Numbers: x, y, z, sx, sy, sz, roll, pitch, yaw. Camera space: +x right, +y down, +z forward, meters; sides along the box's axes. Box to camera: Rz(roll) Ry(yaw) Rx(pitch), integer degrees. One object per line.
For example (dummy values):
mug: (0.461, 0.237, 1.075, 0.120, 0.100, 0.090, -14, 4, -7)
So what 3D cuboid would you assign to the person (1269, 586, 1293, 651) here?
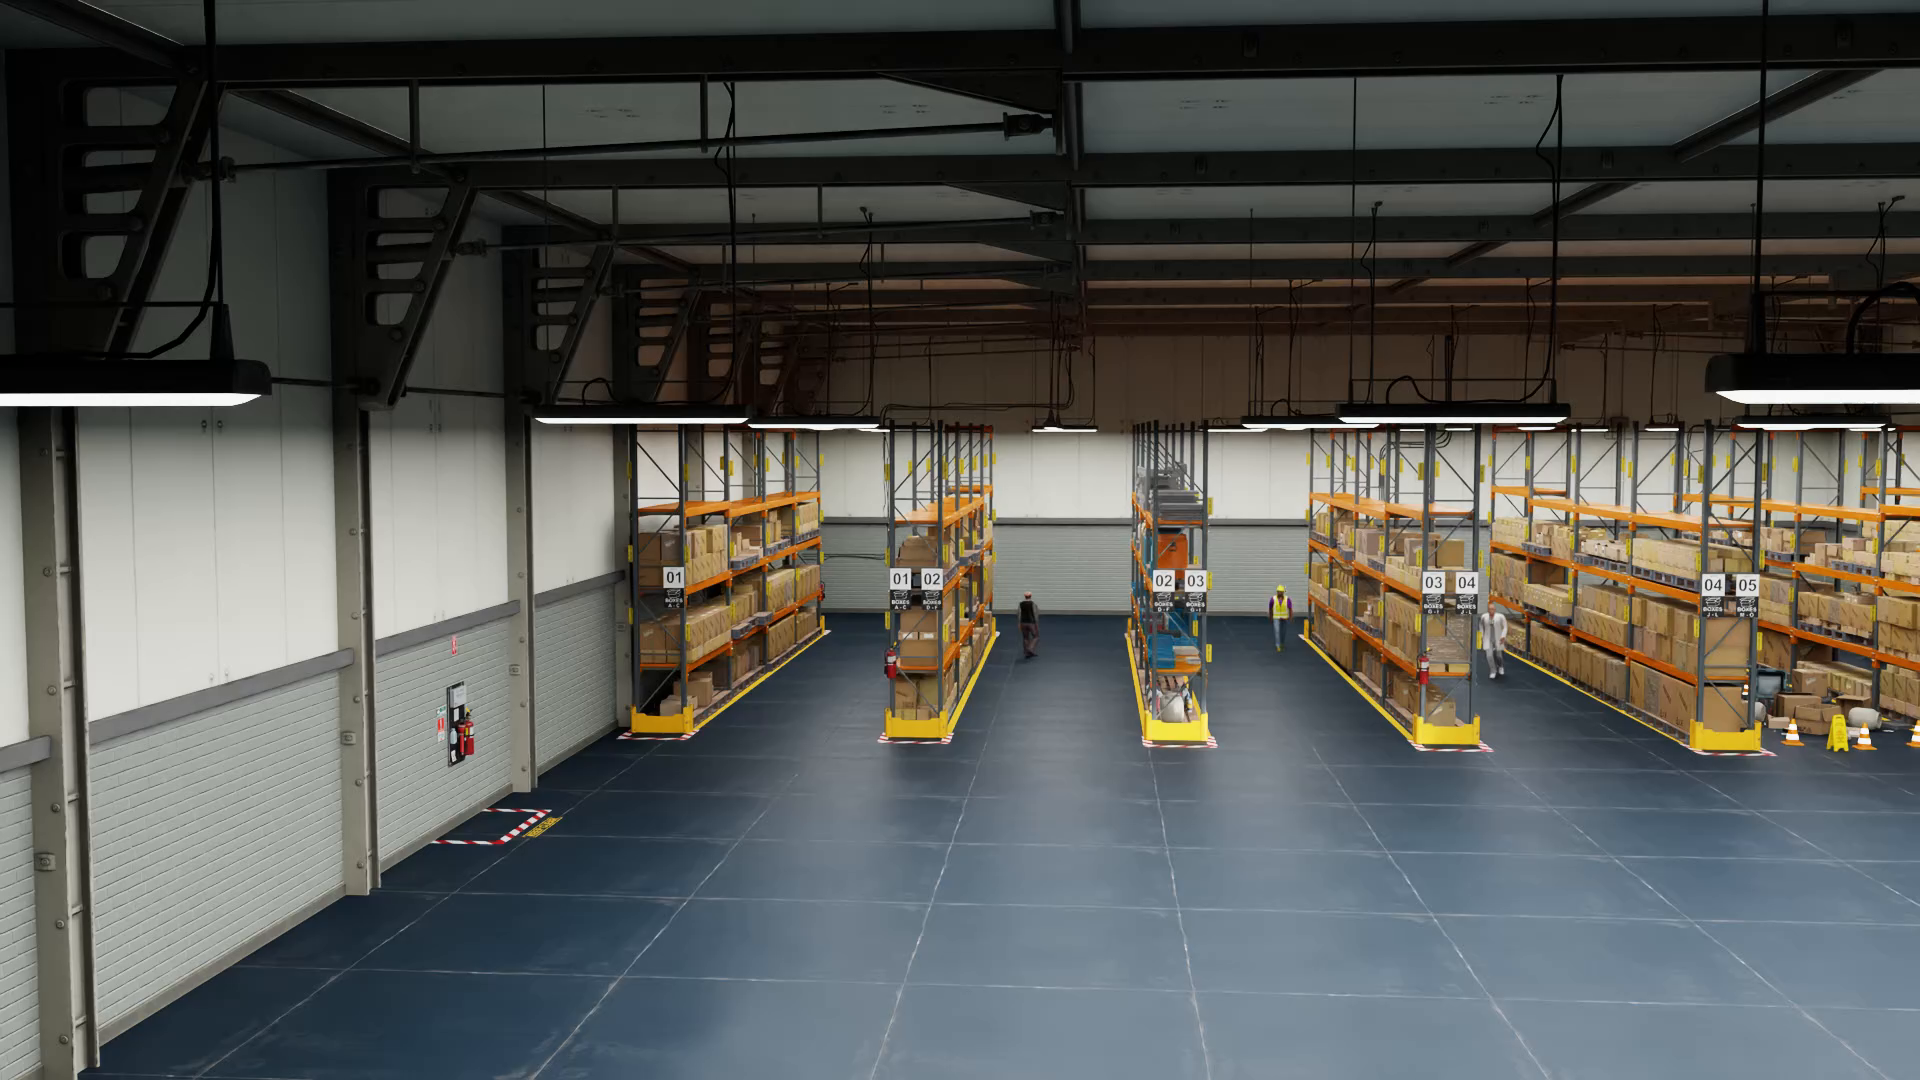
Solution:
person: (8.502, 2.068, 44.025, 0.595, 1.708, 1.084, 0, 4, 6)

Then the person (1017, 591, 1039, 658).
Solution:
person: (1.746, 2.173, 42.600, 0.577, 1.721, 0.515, 1, 4, 20)

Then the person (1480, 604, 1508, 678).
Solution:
person: (12.640, 2.362, 39.376, 0.636, 1.757, 0.750, 2, 4, 24)

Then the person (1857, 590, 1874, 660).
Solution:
person: (23.154, 2.171, 42.158, 0.580, 1.790, 0.583, -1, 4, -22)
